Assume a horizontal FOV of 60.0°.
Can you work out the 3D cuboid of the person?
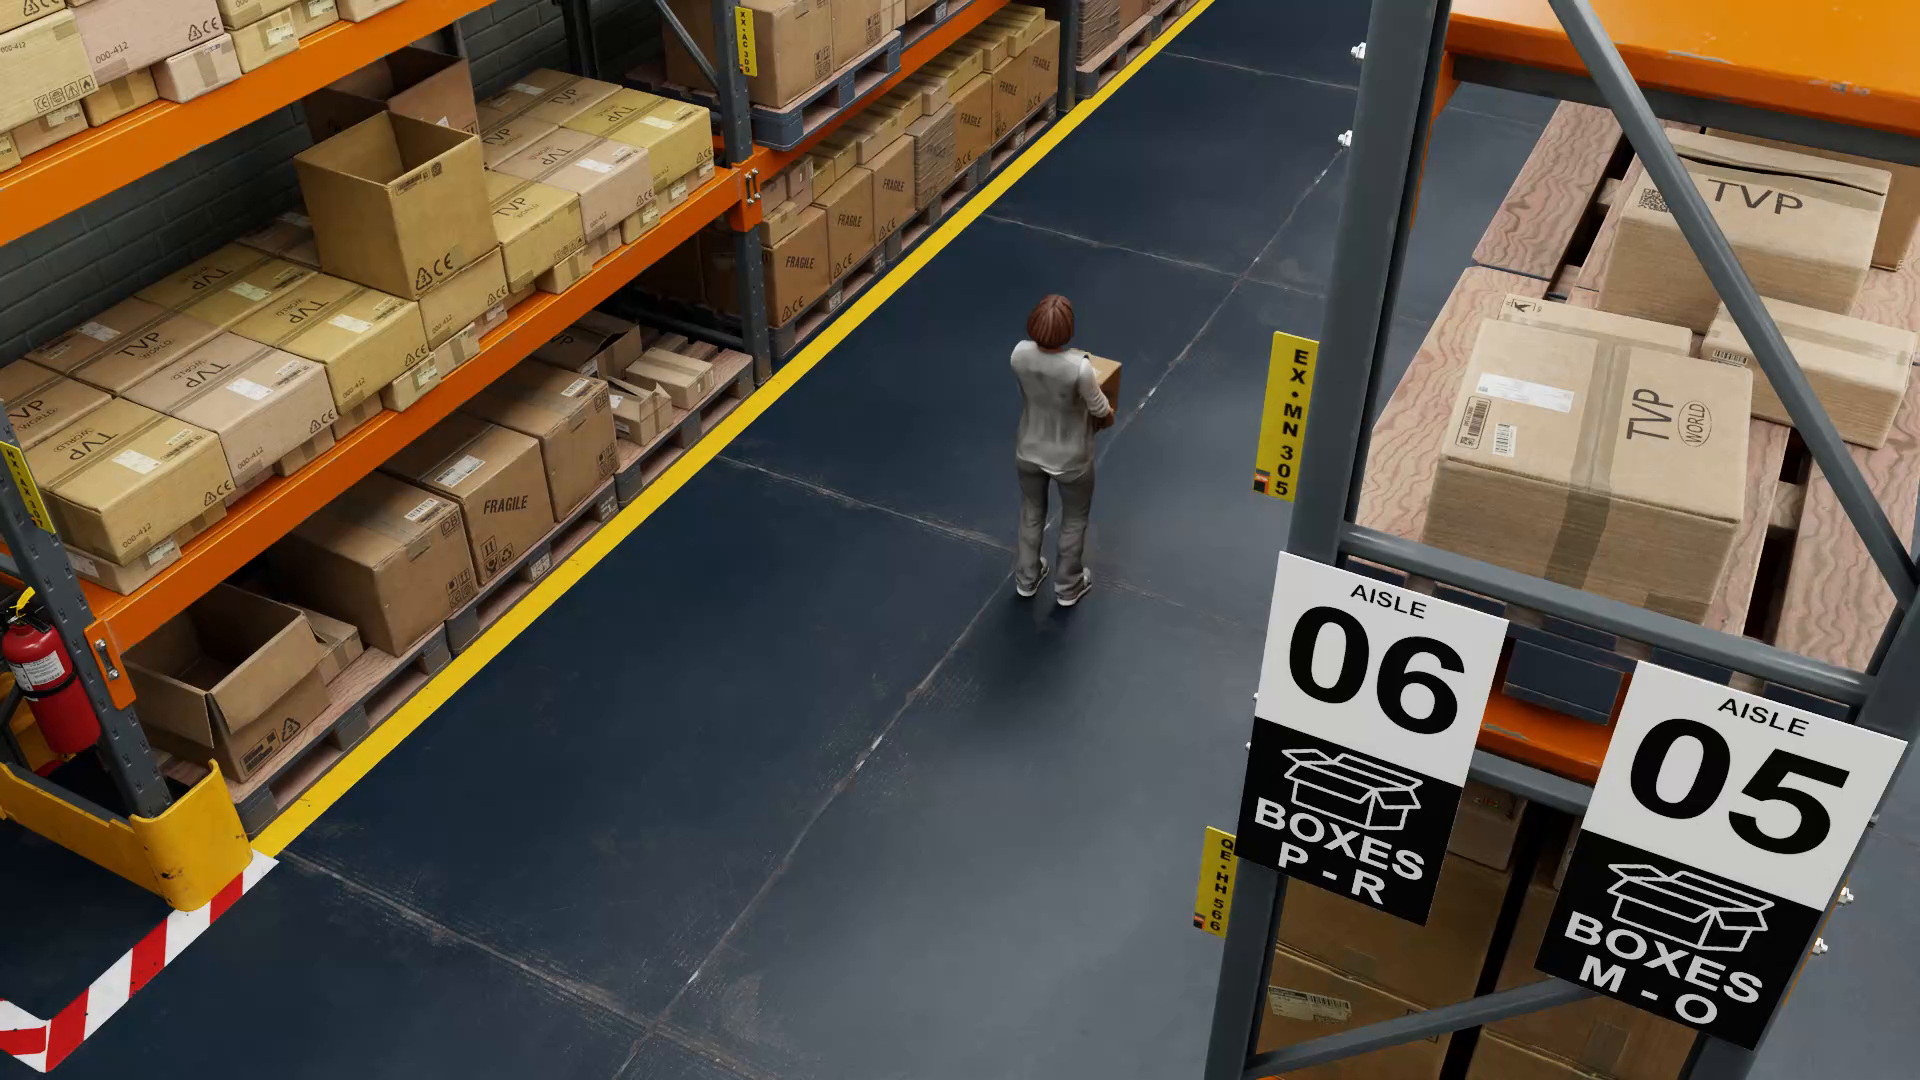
[{"bbox_3d":[0.447,-0.423,7.288,0.412,1.593,0.488,18,42,21],"label":"person"}]
